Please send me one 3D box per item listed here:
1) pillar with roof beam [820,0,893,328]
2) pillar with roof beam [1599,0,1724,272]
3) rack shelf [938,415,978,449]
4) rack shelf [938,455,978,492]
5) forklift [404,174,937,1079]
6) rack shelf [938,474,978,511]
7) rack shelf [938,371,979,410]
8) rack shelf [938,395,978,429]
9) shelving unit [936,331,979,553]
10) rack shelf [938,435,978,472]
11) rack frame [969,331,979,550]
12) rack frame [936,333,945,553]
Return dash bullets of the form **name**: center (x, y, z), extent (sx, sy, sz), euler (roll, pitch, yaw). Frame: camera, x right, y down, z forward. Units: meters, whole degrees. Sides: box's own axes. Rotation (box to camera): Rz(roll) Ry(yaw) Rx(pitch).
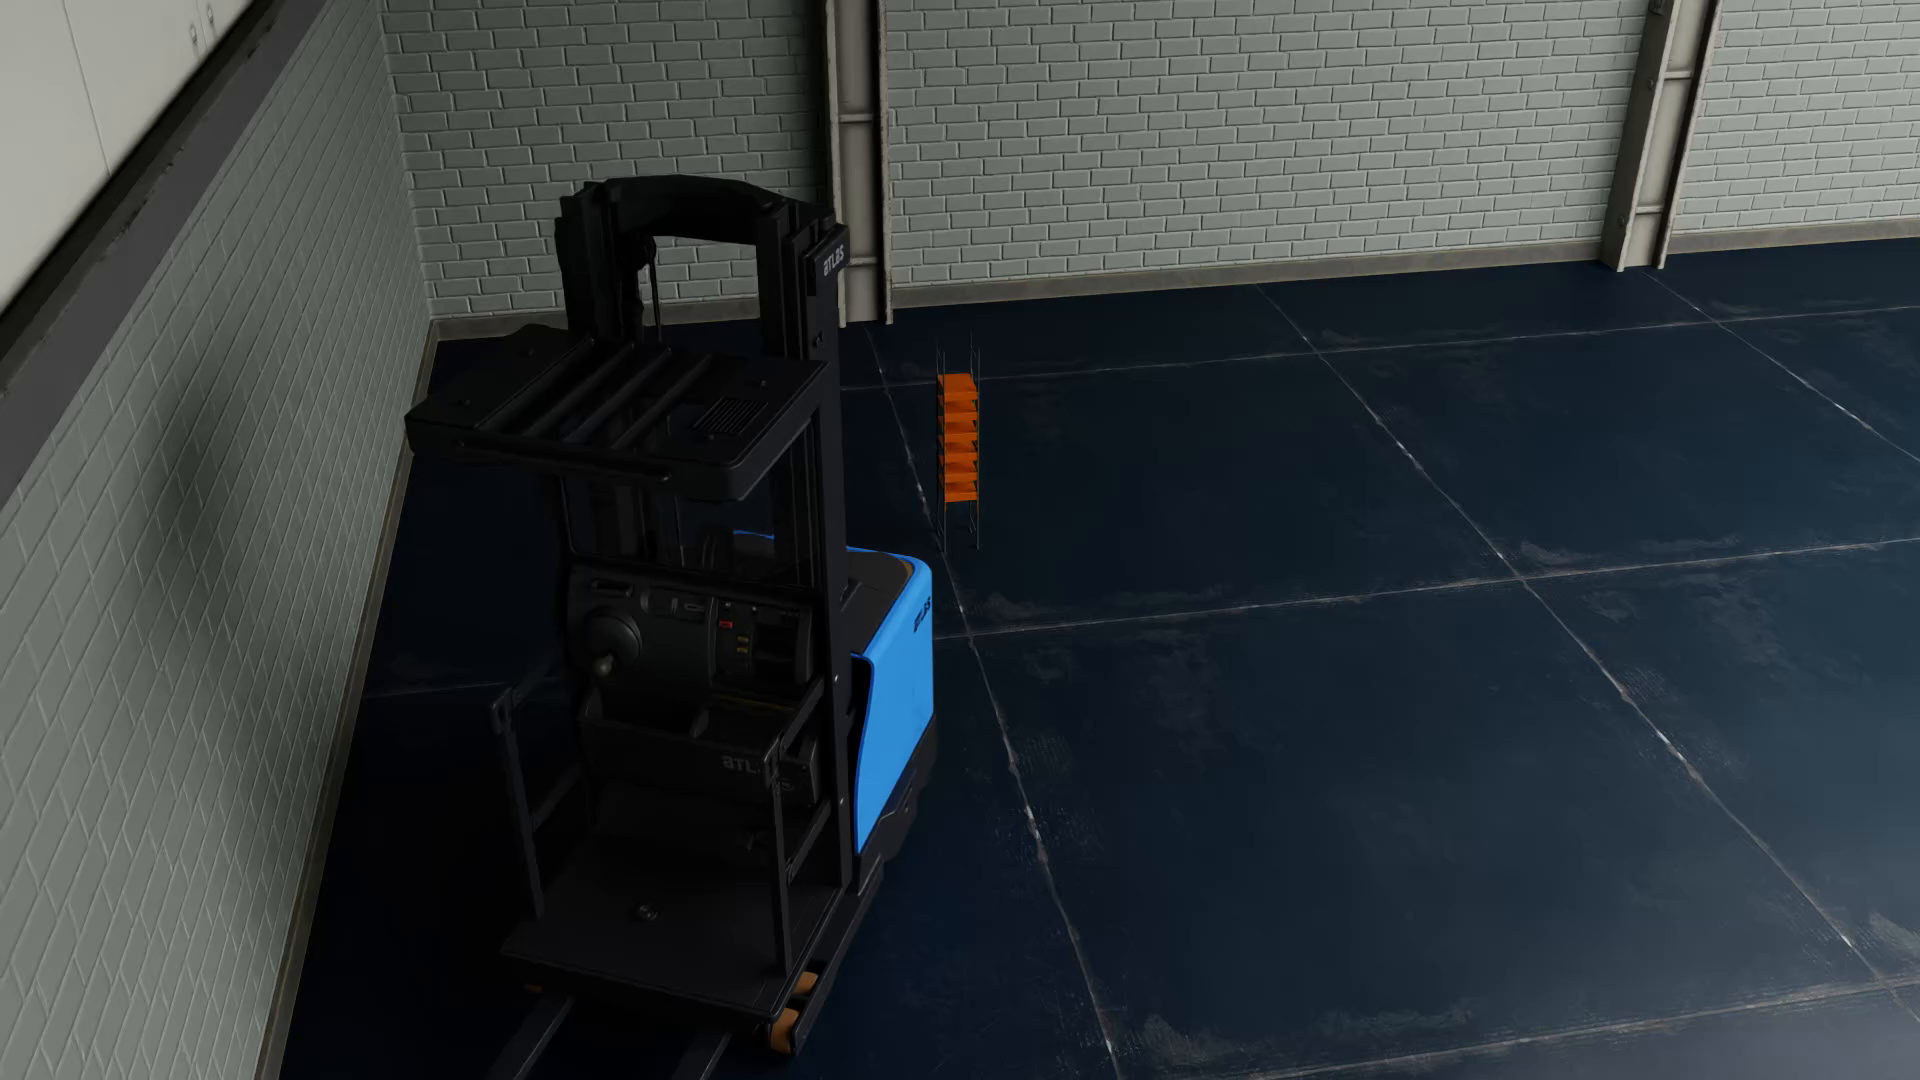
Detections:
- **pillar with roof beam**: center (0.075, -3.336, 6.045), extent (0.400, 9.000, 9.100), euler (-5, 31, -9)
- **pillar with roof beam**: center (5.976, -3.883, 6.976), extent (0.400, 9.000, 9.100), euler (-5, 31, -9)
- **rack shelf**: center (-0.014, -0.581, 8.905), extent (0.180, 0.103, 0.258), euler (-5, 31, -9)
- **rack shelf**: center (-0.014, -0.374, 9.027), extent (0.180, 0.103, 0.258), euler (-5, 31, -9)
- **forklift**: center (-1.020, 0.383, 5.706), extent (1.130, 2.935, 3.031), euler (9, 32, 15)
- **rack shelf**: center (-0.014, -0.271, 9.088), extent (0.180, 0.103, 0.258), euler (-5, 31, -9)
- **rack shelf**: center (-0.014, -0.788, 8.784), extent (0.180, 0.103, 0.258), euler (-5, 31, -9)
- **rack shelf**: center (-0.014, -0.684, 8.845), extent (0.180, 0.103, 0.258), euler (-5, 31, -9)
- **shelving unit**: center (-0.014, -0.516, 8.944), extent (0.189, 1.200, 0.258), euler (-5, 31, -9)
- **rack shelf**: center (-0.014, -0.478, 8.966), extent (0.180, 0.103, 0.258), euler (-5, 31, -9)
- **rack frame**: center (0.076, -0.524, 8.958), extent (0.006, 1.200, 0.240), euler (-5, 31, -9)
- **rack frame**: center (-0.104, -0.508, 8.929), extent (0.006, 1.200, 0.240), euler (-5, 31, -9)
